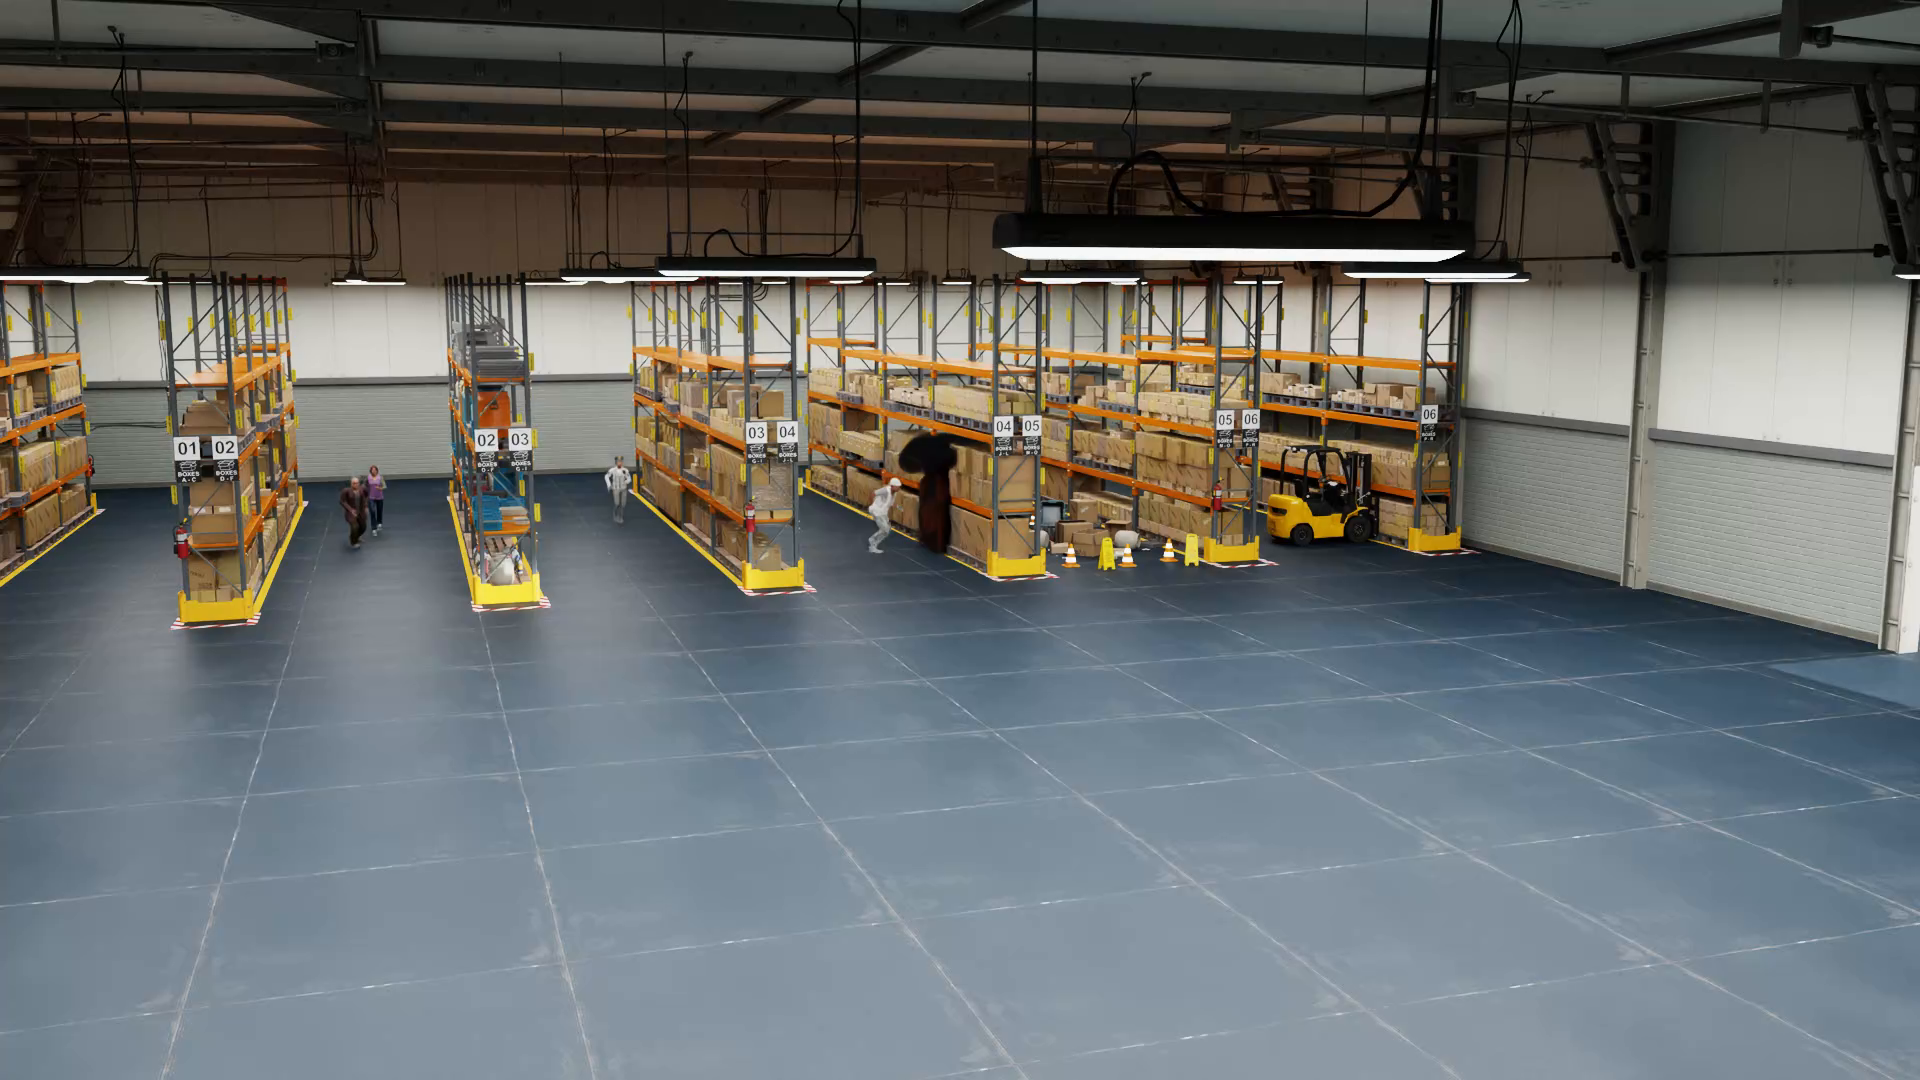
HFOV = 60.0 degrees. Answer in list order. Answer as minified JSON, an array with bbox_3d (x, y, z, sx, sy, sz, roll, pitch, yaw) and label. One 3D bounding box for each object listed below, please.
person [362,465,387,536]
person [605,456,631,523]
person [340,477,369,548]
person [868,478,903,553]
[{"bbox_3d":[-13.679,-0.946,38.884,0.540,1.604,0.862,-3,9,-20],"label":"person"},{"bbox_3d":[-8.308,-1.223,40.544,0.606,1.654,0.618,-3,9,-20],"label":"person"},{"bbox_3d":[-13.423,-0.621,36.801,0.677,1.616,0.895,-8,12,-44],"label":"person"},{"bbox_3d":[-1.562,-0.492,34.188,0.792,1.597,0.720,5,10,30],"label":"person"}]
